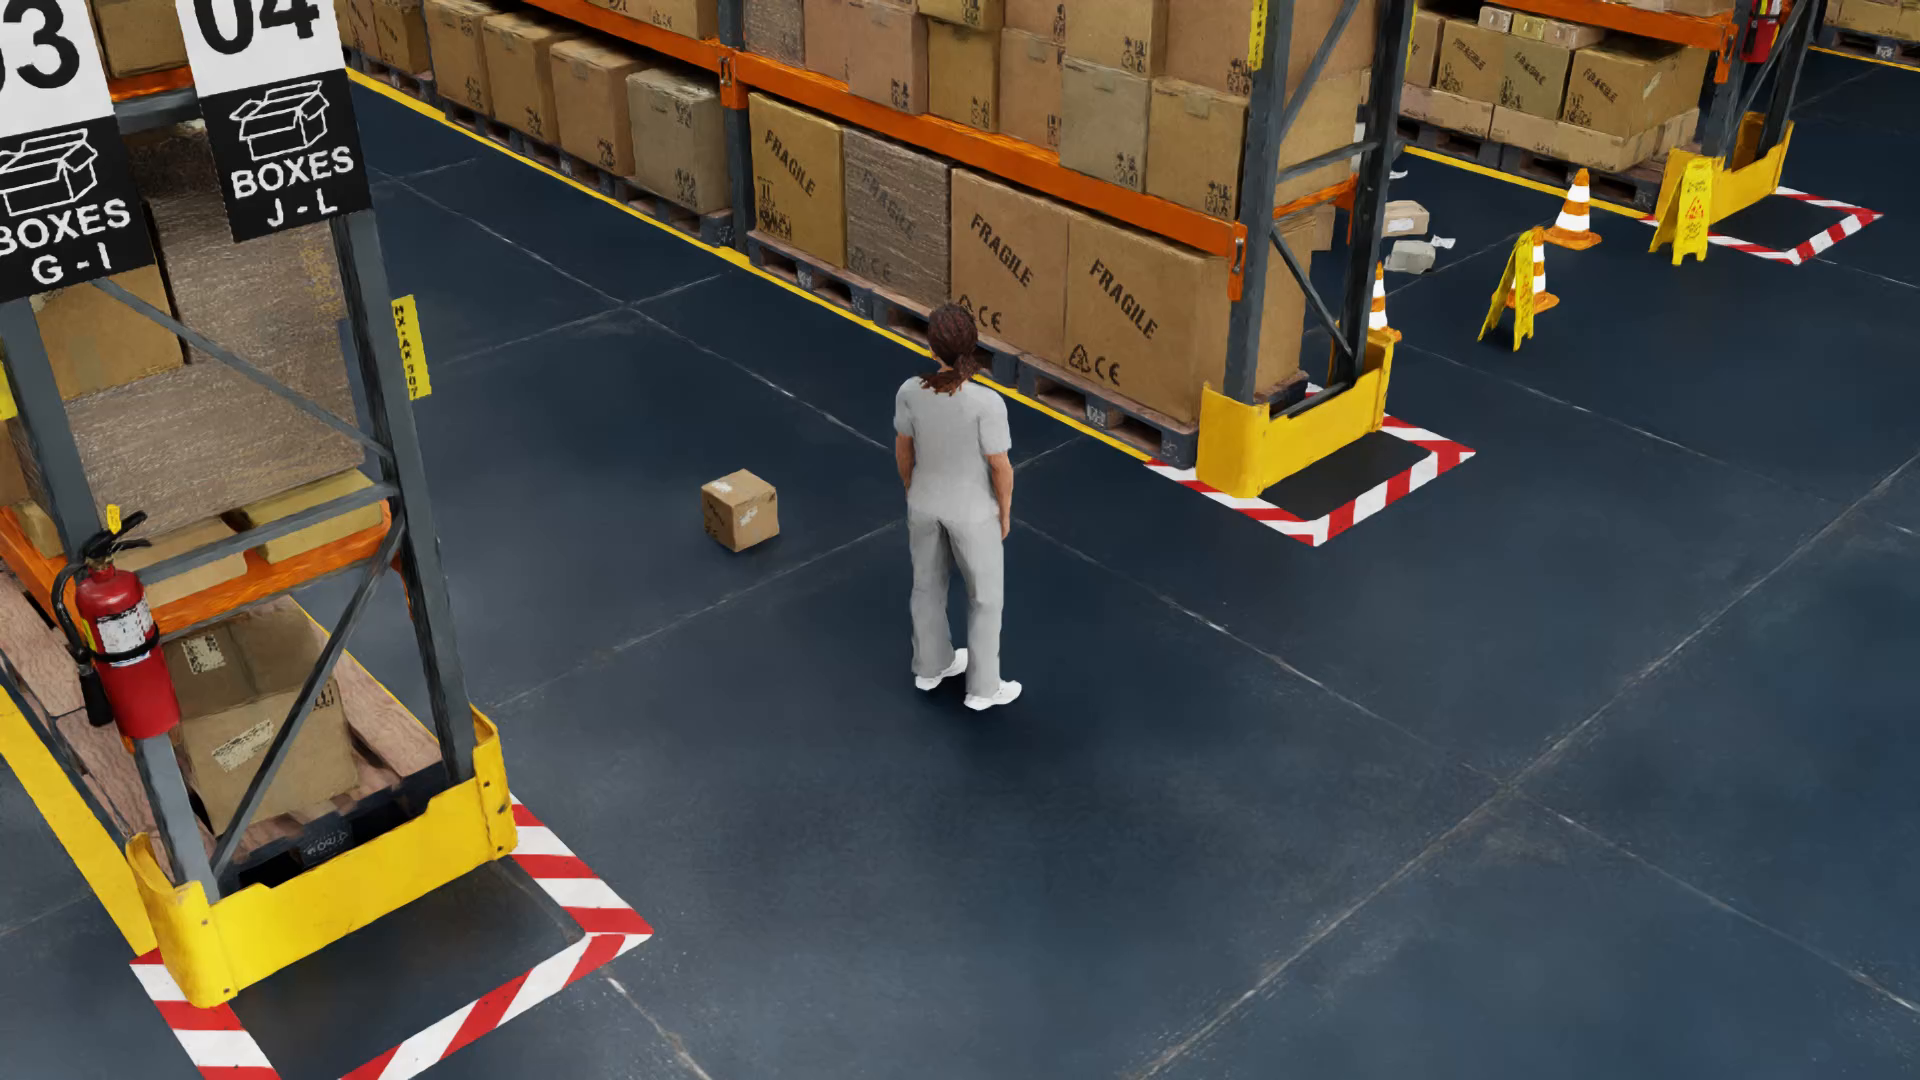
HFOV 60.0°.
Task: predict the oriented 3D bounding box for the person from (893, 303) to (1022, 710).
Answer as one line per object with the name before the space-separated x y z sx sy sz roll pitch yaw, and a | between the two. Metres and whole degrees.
person | -0.009 -0.098 6.303 0.486 1.718 0.404 14 34 21
